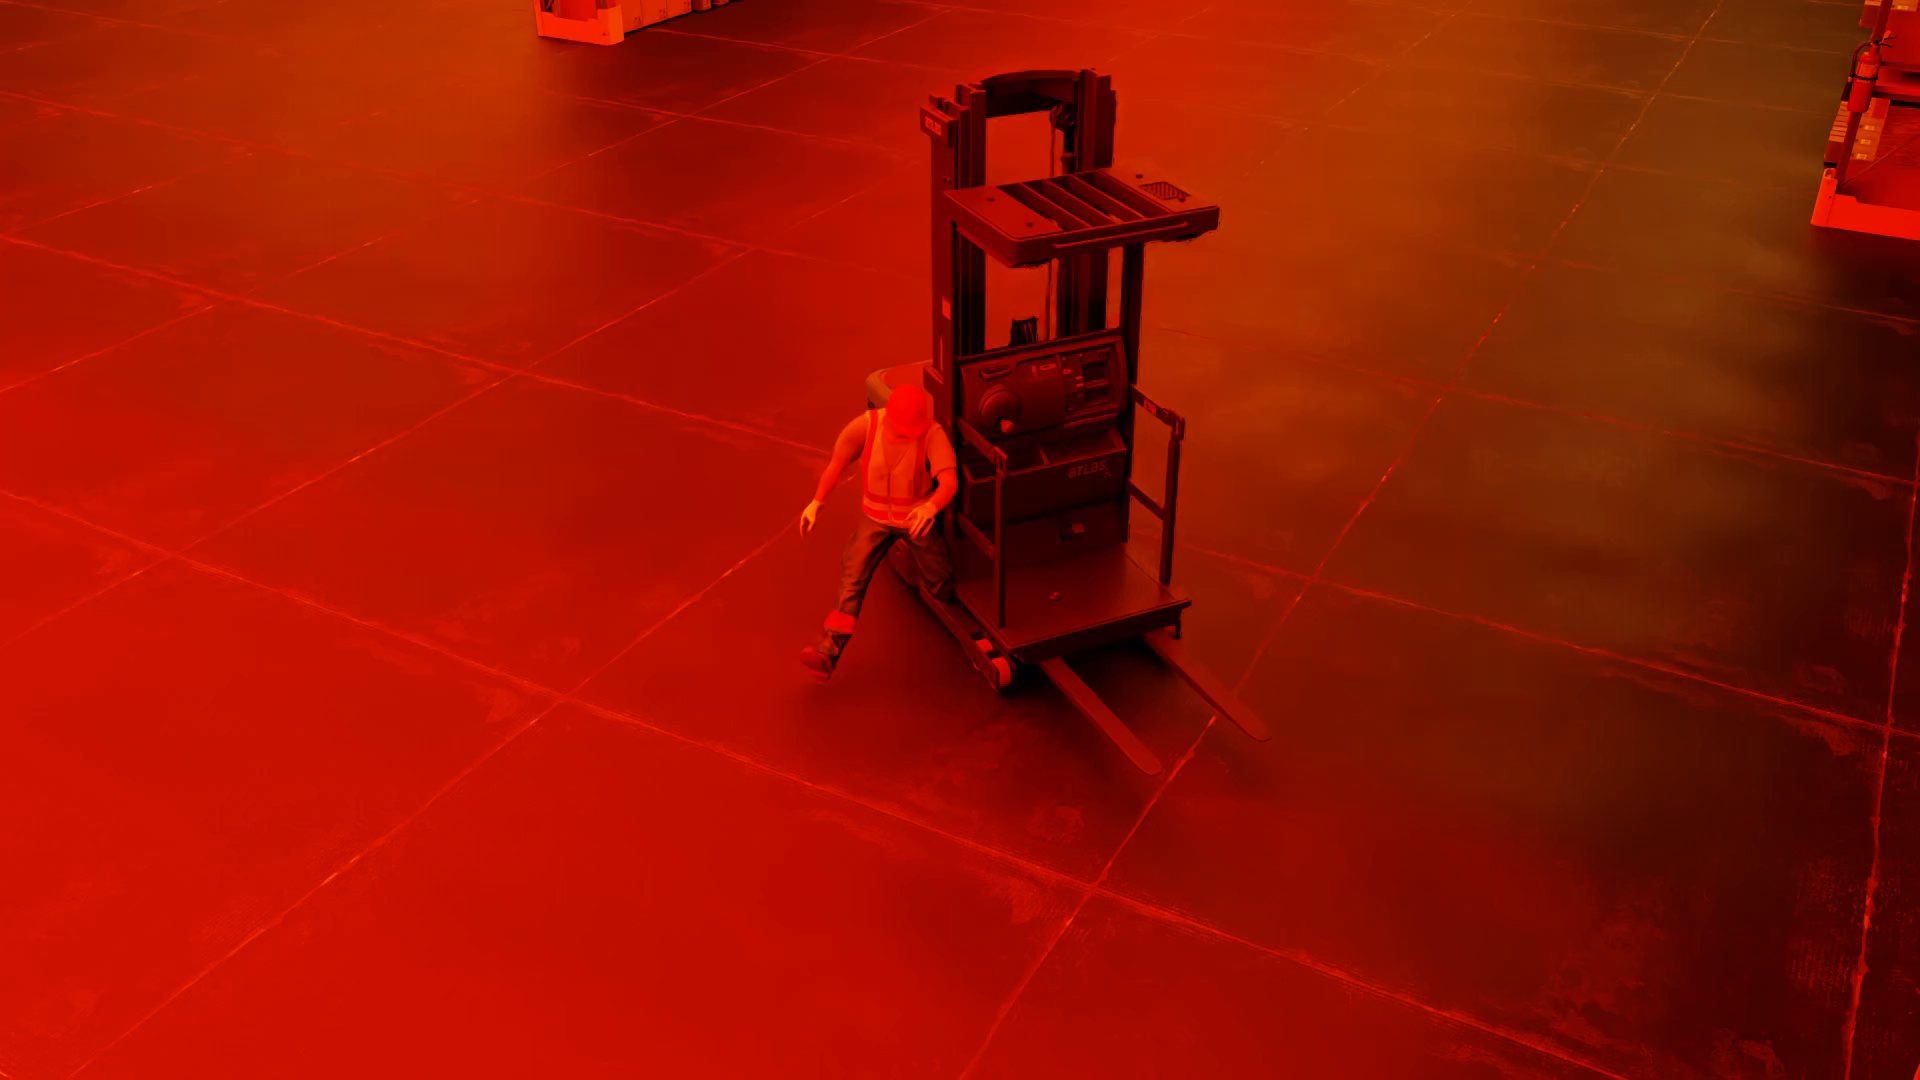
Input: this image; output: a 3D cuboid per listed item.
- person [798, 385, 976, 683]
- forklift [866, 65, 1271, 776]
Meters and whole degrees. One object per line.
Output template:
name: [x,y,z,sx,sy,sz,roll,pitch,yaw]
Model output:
person: [-0.411,-0.058,8.554,0.916,1.550,1.124,7,31,11]
forklift: [0.533,-0.743,8.358,1.130,2.935,3.031,-13,33,-22]
